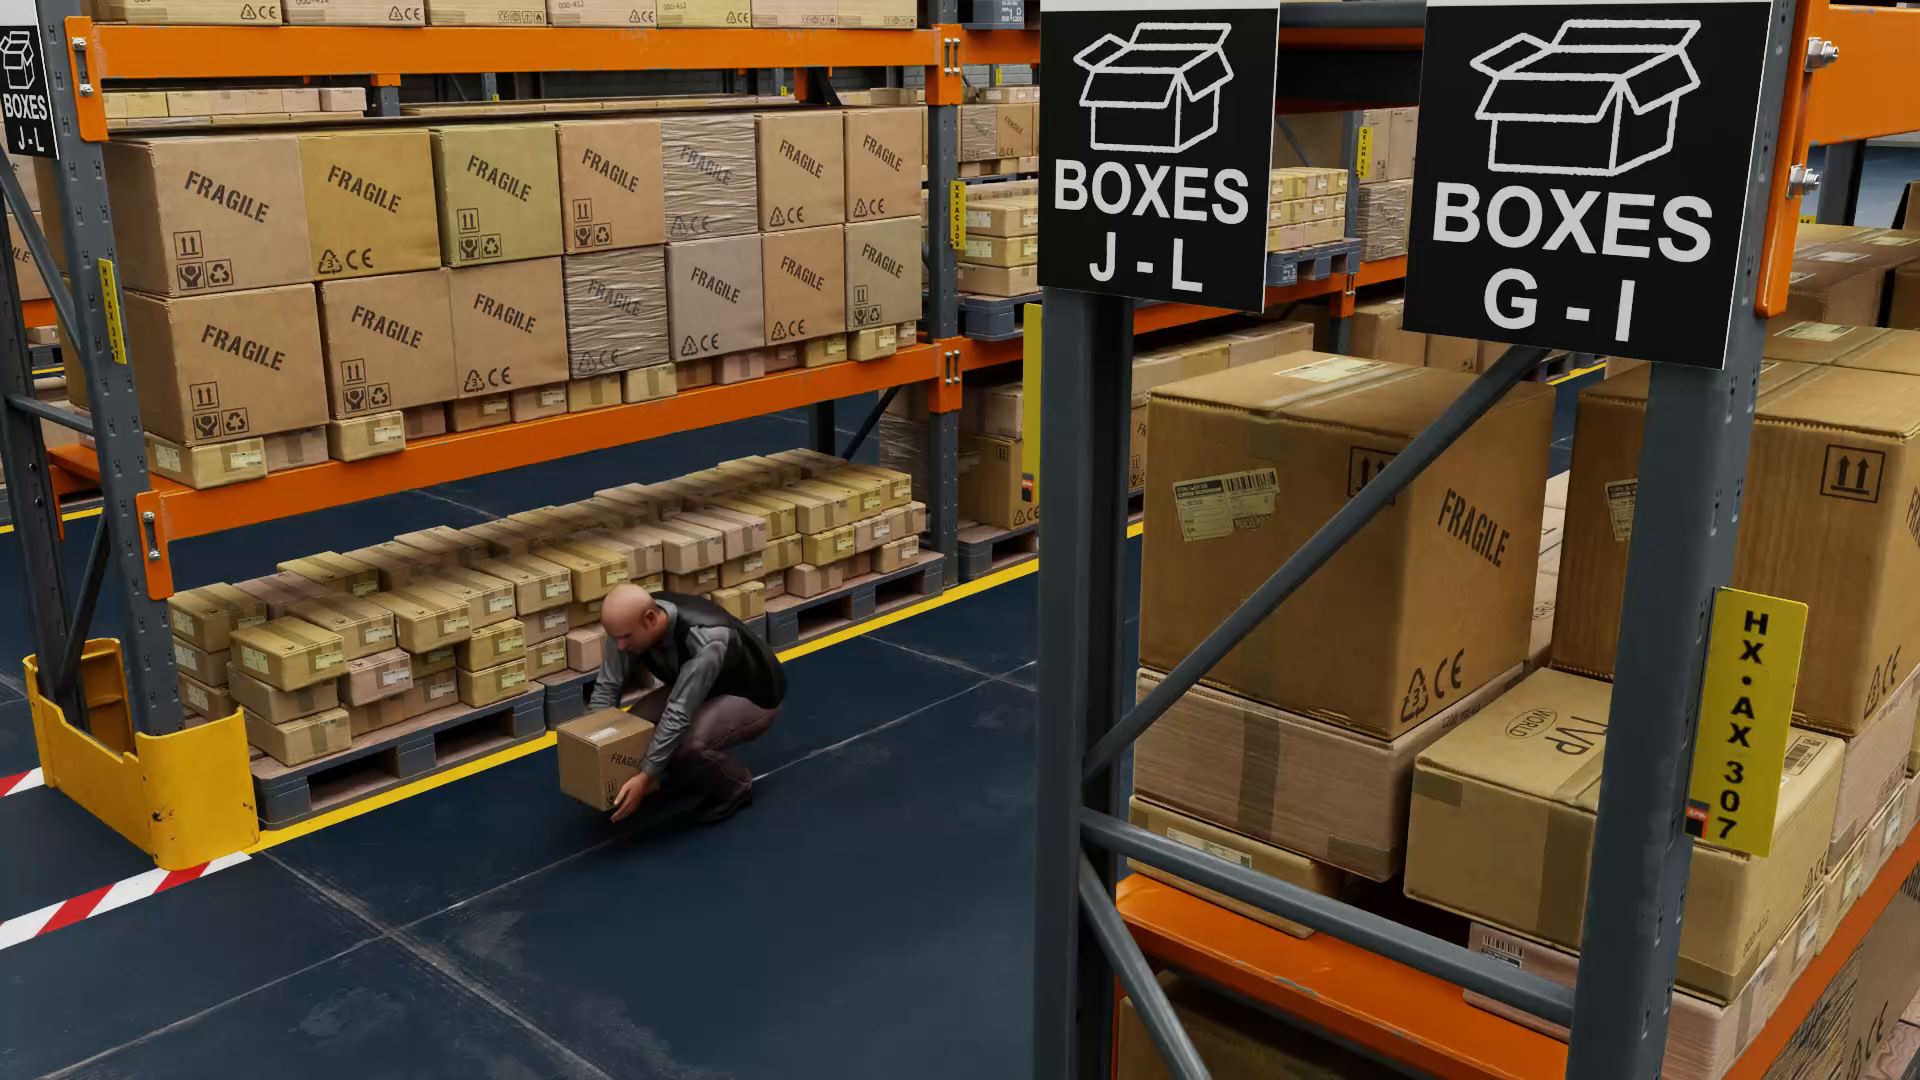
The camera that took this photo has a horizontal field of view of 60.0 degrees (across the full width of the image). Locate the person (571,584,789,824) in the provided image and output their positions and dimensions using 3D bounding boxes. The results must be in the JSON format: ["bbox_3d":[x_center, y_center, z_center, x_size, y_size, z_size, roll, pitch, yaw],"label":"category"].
[{"bbox_3d":[-1.020,0.554,6.077,0.528,0.968,0.859,14,22,39],"label":"person"}]
